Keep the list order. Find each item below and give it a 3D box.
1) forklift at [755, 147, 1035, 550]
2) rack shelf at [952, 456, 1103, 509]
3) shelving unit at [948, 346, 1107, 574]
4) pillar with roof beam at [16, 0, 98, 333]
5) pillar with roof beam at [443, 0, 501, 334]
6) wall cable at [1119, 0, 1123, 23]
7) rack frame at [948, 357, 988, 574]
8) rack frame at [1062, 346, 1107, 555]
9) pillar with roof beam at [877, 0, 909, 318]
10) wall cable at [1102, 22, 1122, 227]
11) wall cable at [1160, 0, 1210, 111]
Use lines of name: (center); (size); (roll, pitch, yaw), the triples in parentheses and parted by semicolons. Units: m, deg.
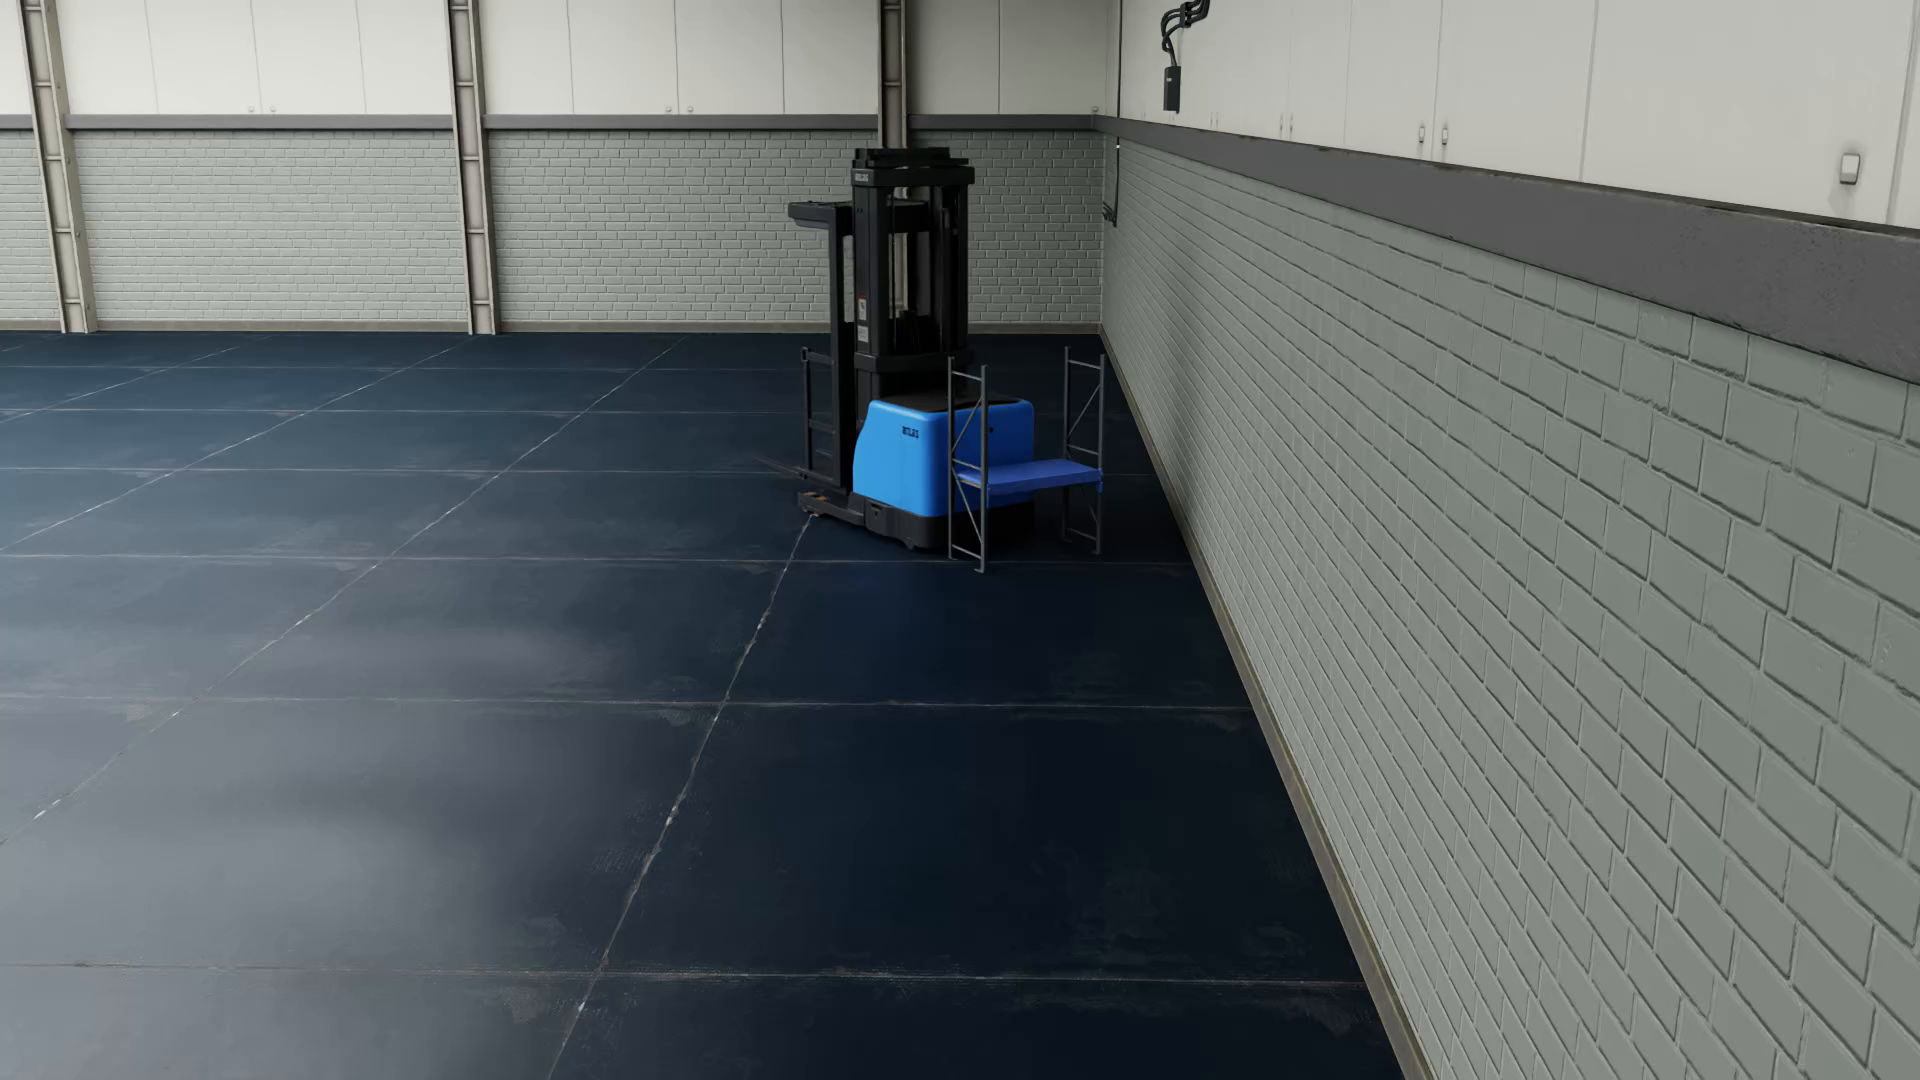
forklift: (-0.679, -1.665, 13.407); (1.130, 2.935, 3.031); (-10, 18, -34)
rack shelf: (0.491, -0.431, 12.237); (1.000, 0.185, 0.538); (-9, 17, -30)
shelving unit: (0.491, -0.605, 12.191); (1.048, 1.500, 0.538); (-9, 17, -30)
pillar with roof beam: (-13.049, -6.320, 19.154); (0.400, 9.000, 9.100); (0, 15, 1)
pillar with roof beam: (-7.051, -6.281, 19.006); (0.400, 9.000, 9.100); (0, 15, 1)
wall cable: (1.899, -7.234, 18.805); (0.112, 2.526, 3.097); (0, 15, 1)
rack frame: (0.055, -0.538, 11.938); (0.032, 1.500, 0.500); (-9, 17, -30)
rack frame: (0.927, -0.671, 12.444); (0.032, 1.500, 0.500); (-9, 17, -30)
pillar with roof beam: (-1.053, -6.242, 18.858); (0.400, 9.000, 9.100); (0, 15, 1)
wall cable: (1.968, -5.482, 22.064); (0.112, 2.526, 3.097); (0, 15, 1)
wall cable: (1.710, -6.207, 12.058); (0.169, 6.003, 2.305); (0, 15, 1)
